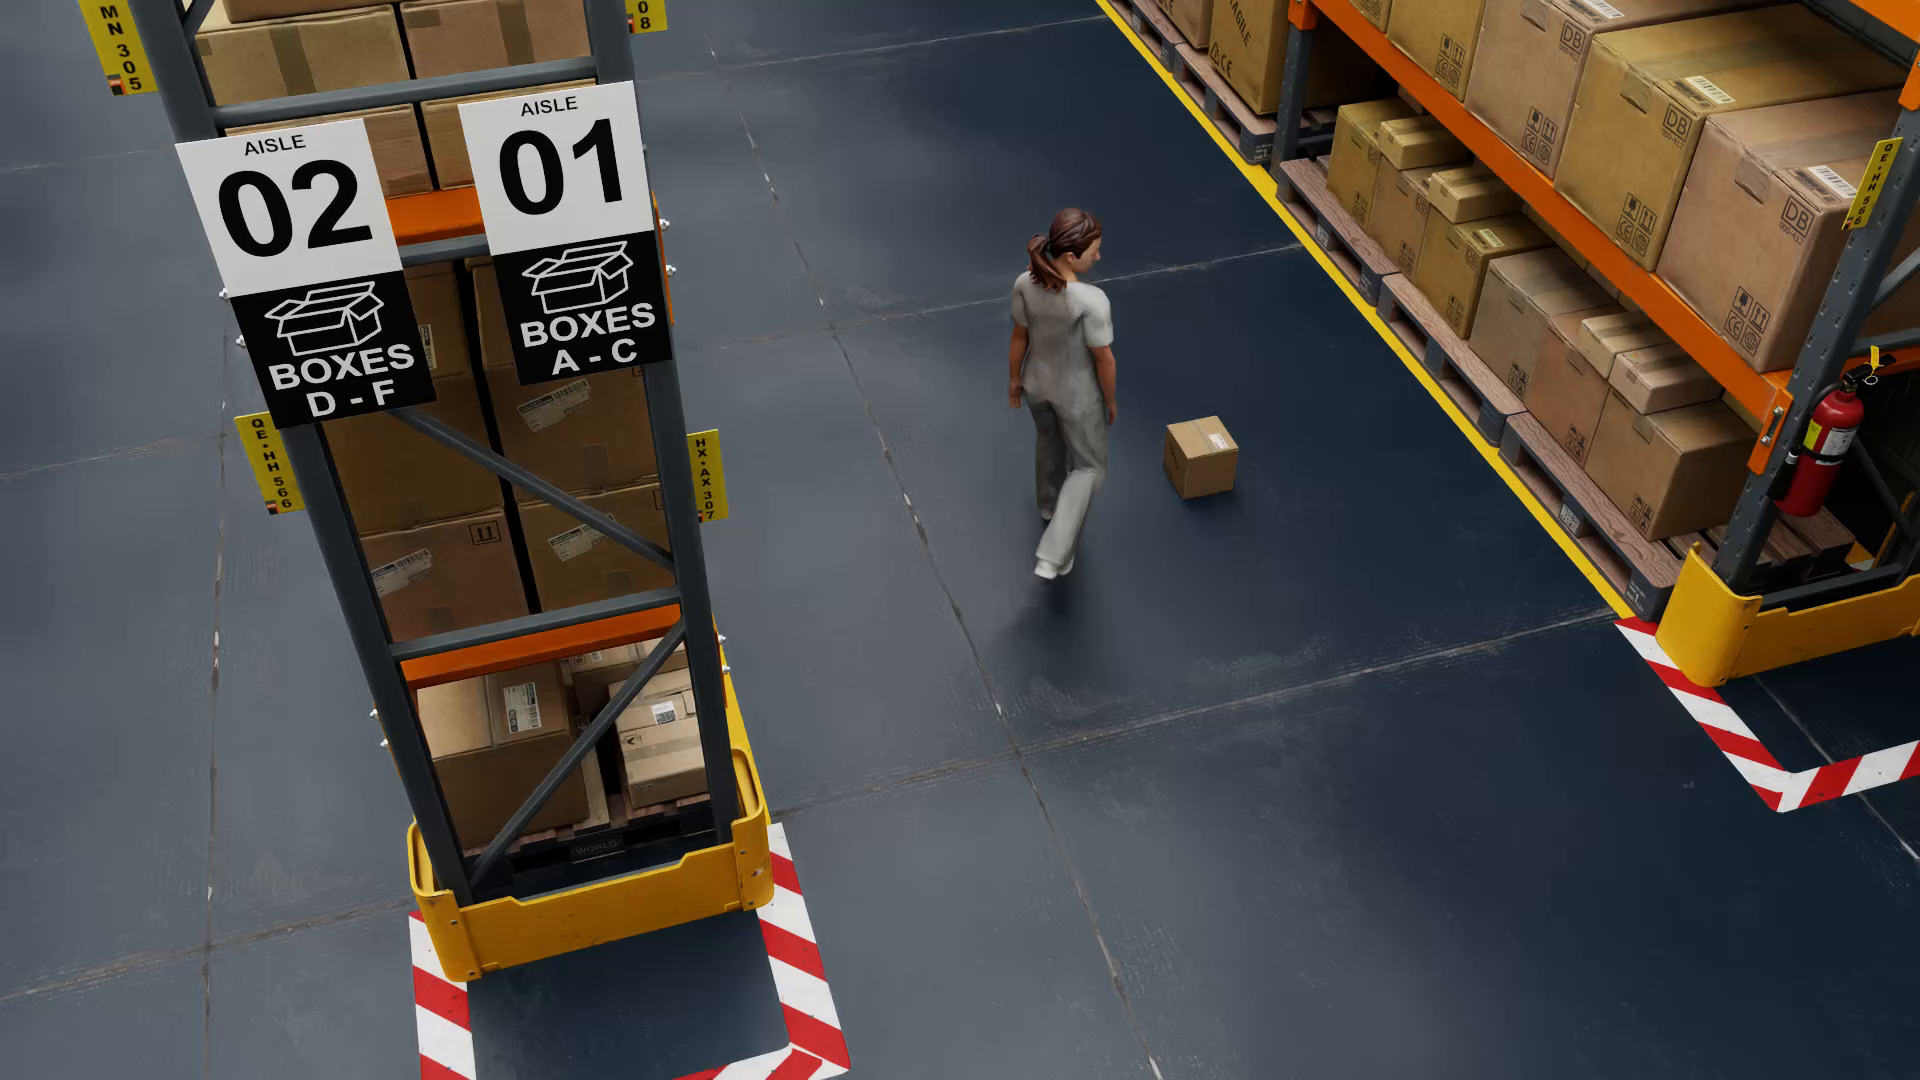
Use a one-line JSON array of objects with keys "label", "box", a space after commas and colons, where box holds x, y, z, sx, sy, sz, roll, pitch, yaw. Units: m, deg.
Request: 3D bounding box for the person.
[{"label": "person", "box": [0.415, -0.603, 6.811, 0.470, 1.655, 0.804, 23, 47, 24]}]
